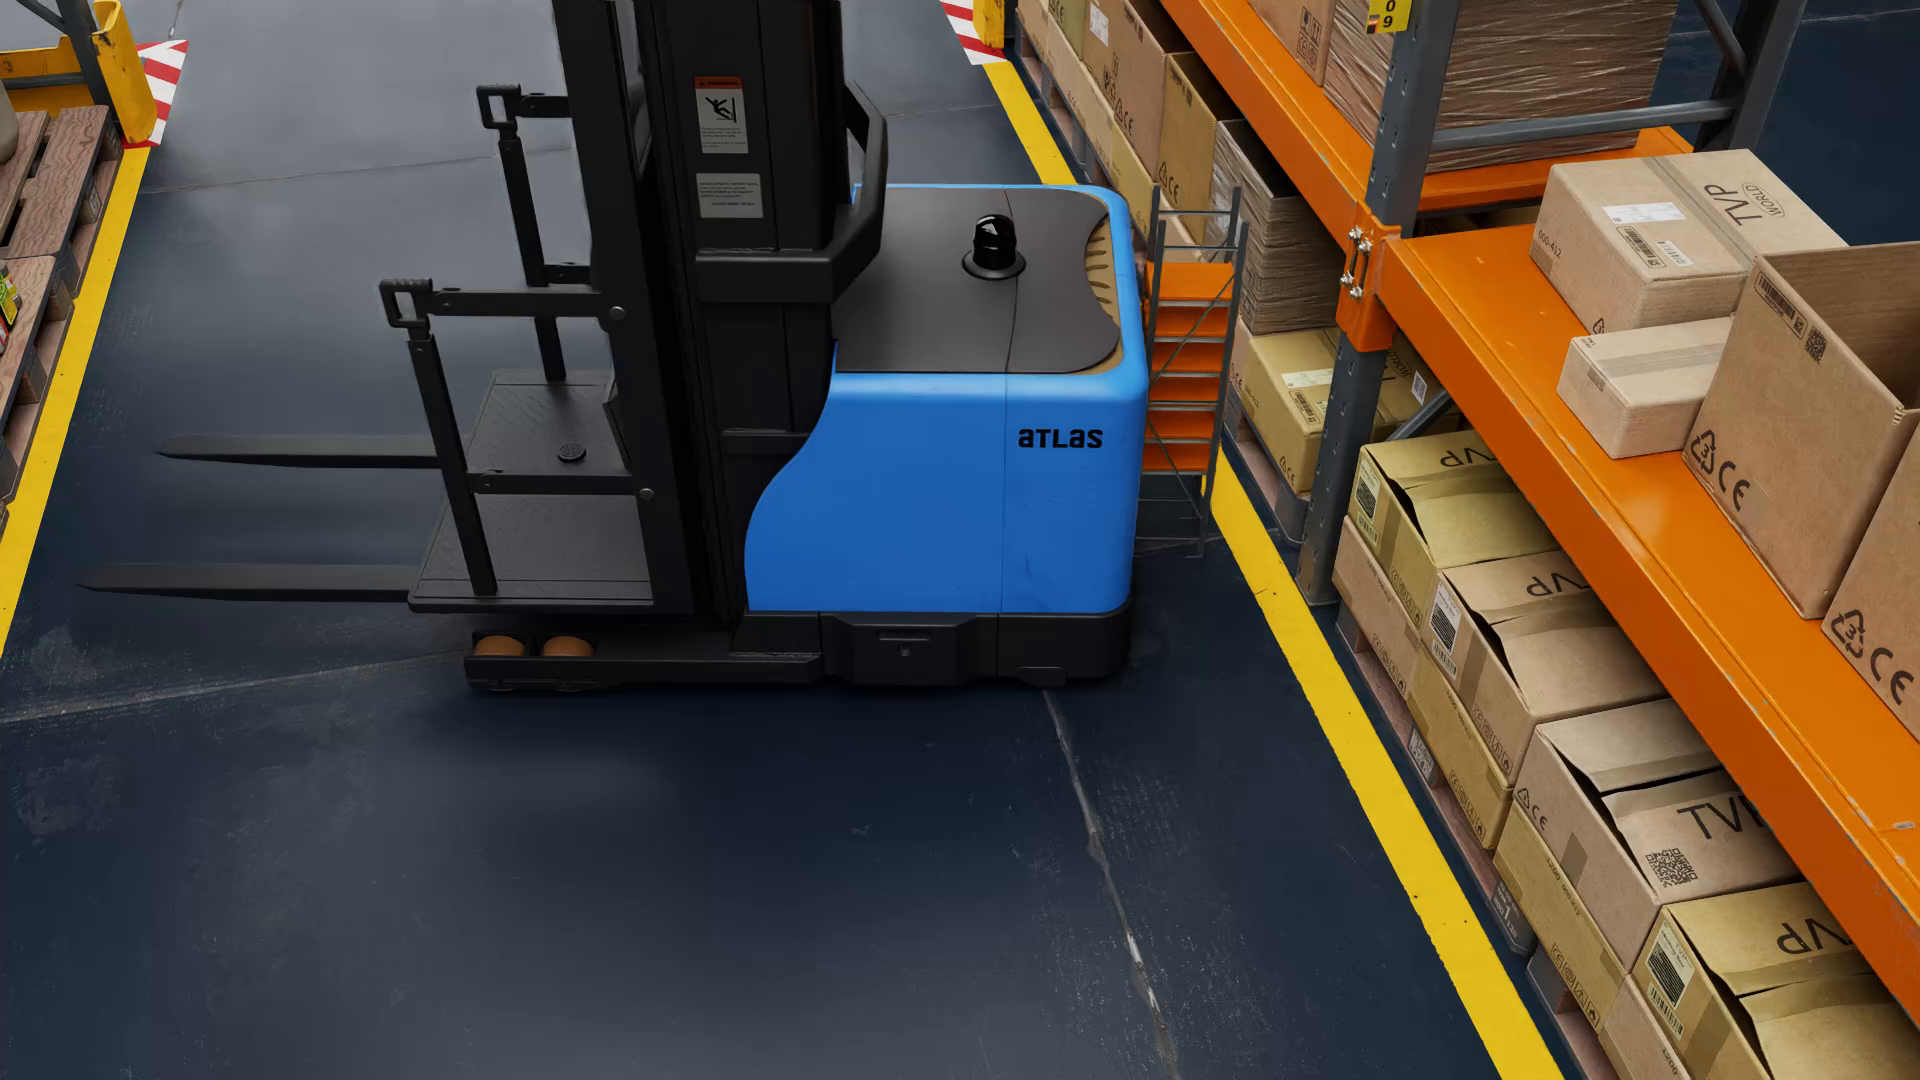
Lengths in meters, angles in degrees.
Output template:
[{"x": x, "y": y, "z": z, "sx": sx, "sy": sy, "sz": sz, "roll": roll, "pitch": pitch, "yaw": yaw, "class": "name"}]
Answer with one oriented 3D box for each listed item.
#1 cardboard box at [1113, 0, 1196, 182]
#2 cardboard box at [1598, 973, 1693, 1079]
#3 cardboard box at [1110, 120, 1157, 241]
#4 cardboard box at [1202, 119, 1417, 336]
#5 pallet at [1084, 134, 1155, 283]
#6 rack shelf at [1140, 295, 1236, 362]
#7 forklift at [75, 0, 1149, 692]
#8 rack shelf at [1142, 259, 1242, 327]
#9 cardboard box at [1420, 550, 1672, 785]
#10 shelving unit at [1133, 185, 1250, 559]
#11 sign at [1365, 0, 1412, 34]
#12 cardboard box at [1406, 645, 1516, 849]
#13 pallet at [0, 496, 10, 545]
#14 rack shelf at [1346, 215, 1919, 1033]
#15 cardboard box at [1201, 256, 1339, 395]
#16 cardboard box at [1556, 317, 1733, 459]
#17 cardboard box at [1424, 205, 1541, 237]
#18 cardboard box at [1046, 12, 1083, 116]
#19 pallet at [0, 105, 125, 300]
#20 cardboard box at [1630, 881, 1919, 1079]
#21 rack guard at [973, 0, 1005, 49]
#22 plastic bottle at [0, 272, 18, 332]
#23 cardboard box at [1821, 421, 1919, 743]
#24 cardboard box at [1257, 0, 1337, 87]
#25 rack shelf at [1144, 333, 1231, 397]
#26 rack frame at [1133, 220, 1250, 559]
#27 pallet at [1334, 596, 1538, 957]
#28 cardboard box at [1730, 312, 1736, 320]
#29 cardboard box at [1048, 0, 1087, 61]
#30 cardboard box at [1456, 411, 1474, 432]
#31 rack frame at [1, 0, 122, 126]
[{"x": 0.883, "y": -1.675, "z": 6.067, "sx": 0.500, "sy": 0.500, "sz": 0.500, "roll": -8, "pitch": 42, "yaw": -9, "class": "cardboard box"}, {"x": 1.705, "y": 1.140, "z": 3.461, "sx": 0.500, "sy": 0.250, "sz": 0.500, "roll": -8, "pitch": 42, "yaw": -8, "class": "cardboard box"}, {"x": 0.884, "y": -1.394, "z": 6.316, "sx": 0.500, "sy": 0.250, "sz": 0.500, "roll": -8, "pitch": 42, "yaw": -9, "class": "cardboard box"}, {"x": 1.117, "y": -1.029, "z": 5.340, "sx": 0.500, "sy": 0.500, "sz": 0.500, "roll": -8, "pitch": 42, "yaw": -9, "class": "cardboard box"}, {"x": 1.129, "y": -1.296, "z": 6.551, "sx": 1.003, "sy": 0.211, "sz": 1.213, "roll": -8, "pitch": 42, "yaw": -9, "class": "pallet"}, {"x": 0.643, "y": -0.601, "z": 4.727, "sx": 0.258, "sy": 0.103, "sz": 0.180, "roll": 1, "pitch": 42, "yaw": 0, "class": "rack shelf"}, {"x": -1.025, "y": -1.012, "z": 4.183, "sx": 3.031, "sy": 2.935, "sz": 1.130, "roll": 0, "pitch": 42, "yaw": 1, "class": "forklift"}, {"x": 0.644, "y": -0.691, "z": 4.647, "sx": 0.258, "sy": 0.103, "sz": 0.180, "roll": 1, "pitch": 42, "yaw": 0, "class": "rack shelf"}, {"x": 1.476, "y": 0.265, "z": 4.024, "sx": 0.500, "sy": 0.311, "sz": 0.500, "roll": -9, "pitch": 42, "yaw": -10, "class": "cardboard box"}, {"x": 0.642, "y": -0.455, "z": 4.857, "sx": 0.258, "sy": 1.200, "sz": 0.189, "roll": 1, "pitch": 42, "yaw": 0, "class": "shelving unit"}, {"x": 0.985, "y": -1.298, "z": 3.741, "sx": 0.100, "sy": 0.325, "sz": 0.005, "roll": -8, "pitch": 42, "yaw": -9, "class": "sign"}, {"x": 1.481, "y": 0.475, "z": 4.210, "sx": 0.500, "sy": 0.250, "sz": 0.500, "roll": -7, "pitch": 42, "yaw": -8, "class": "cardboard box"}, {"x": -3.415, "y": 0.284, "z": 4.771, "sx": 1.003, "sy": 0.211, "sz": 1.213, "roll": -8, "pitch": 42, "yaw": -9, "class": "pallet"}, {"x": 1.959, "y": 0.541, "z": 2.923, "sx": 1.077, "sy": 0.370, "sz": 4.000, "roll": -8, "pitch": 42, "yaw": -9, "class": "rack shelf"}, {"x": 1.115, "y": -0.748, "z": 5.589, "sx": 0.500, "sy": 0.250, "sz": 0.500, "roll": -8, "pitch": 42, "yaw": -9, "class": "cardboard box"}, {"x": 1.519, "y": -0.327, "z": 3.548, "sx": 0.380, "sy": 0.149, "sz": 0.250, "roll": -8, "pitch": 42, "yaw": -9, "class": "cardboard box"}, {"x": 1.733, "y": -0.780, "z": 5.059, "sx": 0.500, "sy": 0.500, "sz": 0.500, "roll": -8, "pitch": 42, "yaw": -9, "class": "cardboard box"}, {"x": 0.674, "y": -2.043, "z": 7.047, "sx": 0.500, "sy": 0.250, "sz": 0.500, "roll": -8, "pitch": 42, "yaw": -9, "class": "cardboard box"}, {"x": -3.941, "y": -1.298, "z": 6.553, "sx": 1.003, "sy": 0.211, "sz": 1.213, "roll": -8, "pitch": 42, "yaw": -9, "class": "pallet"}, {"x": 1.706, "y": 0.937, "z": 3.268, "sx": 0.500, "sy": 0.311, "sz": 0.500, "roll": -7, "pitch": 42, "yaw": -8, "class": "cardboard box"}, {"x": 0.658, "y": -2.699, "z": 7.913, "sx": 1.175, "sy": 0.500, "sz": 0.348, "roll": -8, "pitch": 42, "yaw": -9, "class": "rack guard"}, {"x": -3.306, "y": -0.858, "z": 5.672, "sx": 0.061, "sy": 0.283, "sz": 0.133, "roll": -7, "pitch": 42, "yaw": -8, "class": "plastic bottle"}, {"x": 1.899, "y": 0.104, "z": 2.798, "sx": 0.500, "sy": 0.500, "sz": 0.500, "roll": -8, "pitch": 42, "yaw": -9, "class": "cardboard box"}, {"x": 1.305, "y": -1.690, "z": 4.819, "sx": 0.700, "sy": 0.500, "sz": 0.500, "roll": -9, "pitch": 42, "yaw": -10, "class": "cardboard box"}, {"x": 0.642, "y": -0.511, "z": 4.807, "sx": 0.258, "sy": 0.103, "sz": 0.180, "roll": 1, "pitch": 42, "yaw": 0, "class": "rack shelf"}, {"x": 0.641, "y": -0.394, "z": 4.789, "sx": 0.240, "sy": 1.200, "sz": 0.006, "roll": 1, "pitch": 42, "yaw": 0, "class": "rack frame"}, {"x": 1.724, "y": 0.490, "z": 4.539, "sx": 1.003, "sy": 0.211, "sz": 1.213, "roll": -8, "pitch": 42, "yaw": -9, "class": "pallet"}, {"x": 1.896, "y": -0.431, "z": 3.577, "sx": 0.396, "sy": 0.266, "sz": 0.258, "roll": -9, "pitch": 42, "yaw": -10, "class": "cardboard box"}, {"x": 0.672, "y": -2.324, "z": 6.798, "sx": 0.500, "sy": 0.500, "sz": 0.500, "roll": -8, "pitch": 42, "yaw": -9, "class": "cardboard box"}, {"x": 1.723, "y": -0.498, "z": 5.306, "sx": 0.500, "sy": 0.250, "sz": 0.500, "roll": -8, "pitch": 42, "yaw": -9, "class": "cardboard box"}, {"x": -4.174, "y": -2.910, "z": 6.269, "sx": 1.000, "sy": 3.000, "sz": 0.127, "roll": -8, "pitch": 42, "yaw": -9, "class": "rack frame"}]
